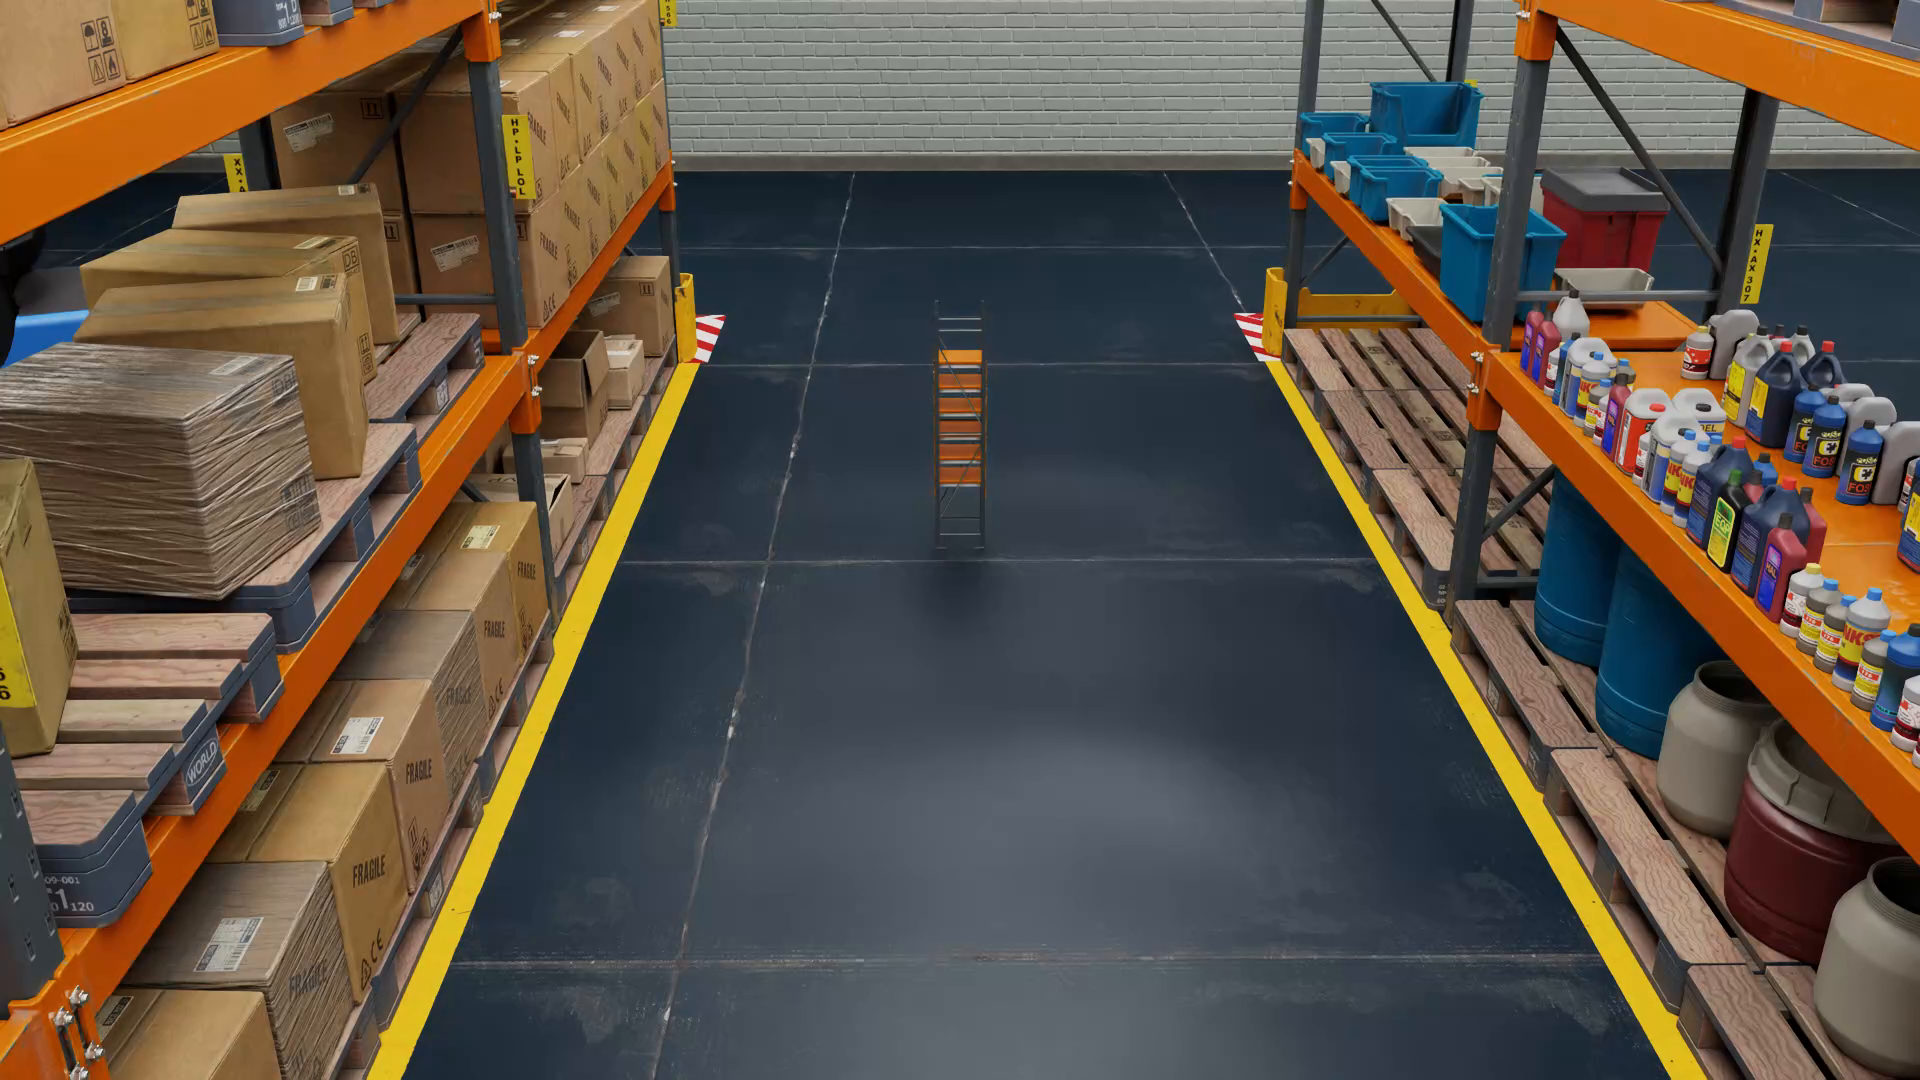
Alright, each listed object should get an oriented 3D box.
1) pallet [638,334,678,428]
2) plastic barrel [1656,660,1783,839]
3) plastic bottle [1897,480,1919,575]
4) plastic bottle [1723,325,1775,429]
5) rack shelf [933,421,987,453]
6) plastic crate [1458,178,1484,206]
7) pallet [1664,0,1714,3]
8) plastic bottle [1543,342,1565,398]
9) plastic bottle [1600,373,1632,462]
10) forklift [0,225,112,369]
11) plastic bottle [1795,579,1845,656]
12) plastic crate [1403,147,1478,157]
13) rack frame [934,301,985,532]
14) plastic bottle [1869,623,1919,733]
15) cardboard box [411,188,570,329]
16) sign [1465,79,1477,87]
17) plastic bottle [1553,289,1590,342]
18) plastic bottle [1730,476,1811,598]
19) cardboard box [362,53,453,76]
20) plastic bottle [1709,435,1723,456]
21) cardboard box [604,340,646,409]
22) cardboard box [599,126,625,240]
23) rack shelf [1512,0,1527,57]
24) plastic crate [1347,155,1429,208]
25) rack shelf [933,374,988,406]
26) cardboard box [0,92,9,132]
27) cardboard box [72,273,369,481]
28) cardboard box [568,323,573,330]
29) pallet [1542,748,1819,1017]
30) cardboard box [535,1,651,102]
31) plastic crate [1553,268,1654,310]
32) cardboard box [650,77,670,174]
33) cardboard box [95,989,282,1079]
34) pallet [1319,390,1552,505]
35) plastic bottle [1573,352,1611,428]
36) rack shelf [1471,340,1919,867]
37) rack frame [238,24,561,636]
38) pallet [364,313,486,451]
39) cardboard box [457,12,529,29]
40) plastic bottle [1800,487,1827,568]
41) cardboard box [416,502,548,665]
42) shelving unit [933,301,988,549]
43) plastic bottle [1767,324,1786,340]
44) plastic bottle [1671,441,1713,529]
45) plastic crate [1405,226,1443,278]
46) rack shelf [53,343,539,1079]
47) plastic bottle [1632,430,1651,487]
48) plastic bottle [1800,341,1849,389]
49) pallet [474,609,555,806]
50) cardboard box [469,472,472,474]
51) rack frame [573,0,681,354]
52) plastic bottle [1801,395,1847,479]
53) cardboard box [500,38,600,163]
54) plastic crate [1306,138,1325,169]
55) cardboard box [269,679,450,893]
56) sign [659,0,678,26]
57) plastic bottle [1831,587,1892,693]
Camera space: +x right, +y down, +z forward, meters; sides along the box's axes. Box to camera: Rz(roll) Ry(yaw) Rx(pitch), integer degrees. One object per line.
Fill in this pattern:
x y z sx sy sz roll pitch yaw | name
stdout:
-2.318 -0.987 10.177 1.003 0.211 1.213 0 24 -1 | pallet
2.581 0.701 5.569 0.421 0.512 0.421 0 24 0 | plastic barrel
2.867 -0.080 4.848 0.144 0.351 0.185 0 24 -1 | plastic bottle
2.861 -0.590 5.974 0.144 0.351 0.185 0 24 -1 | plastic bottle
0.000 -0.500 8.008 0.258 0.103 0.180 0 24 -1 | rack shelf
2.852 -1.854 8.958 0.298 0.136 0.250 0 24 -1 | plastic crate
2.774 -1.948 5.507 1.213 0.211 1.003 0 24 -1 | pallet
2.266 -0.644 6.276 0.097 0.201 0.097 0 24 0 | plastic bottle
2.255 -0.418 5.676 0.061 0.283 0.133 0 24 -1 | plastic bottle
-5.393 -1.502 8.015 3.031 2.935 1.130 -9 26 -20 | forklift
2.289 0.200 4.408 0.097 0.201 0.097 0 24 0 | plastic bottle
2.814 -2.211 9.745 0.396 0.136 0.243 0 24 -1 | plastic crate
-0.001 -0.578 8.073 0.240 1.200 0.006 0 24 -1 | rack frame
2.293 0.329 4.039 0.097 0.271 0.097 0 24 0 | plastic bottle
-2.018 -1.226 7.200 0.500 0.500 0.500 0 24 1 | cardboard box
3.174 -2.722 10.431 0.100 0.325 0.005 0 24 -1 | sign
2.348 -0.805 6.449 0.144 0.351 0.185 0 24 -1 | plastic bottle
2.308 -0.021 4.716 0.144 0.351 0.185 0 24 -1 | plastic bottle
-2.558 -1.889 7.452 0.500 0.500 0.500 -1 24 -2 | cardboard box
2.429 -0.238 5.378 0.097 0.201 0.097 0 24 0 | plastic bottle
-2.096 -0.951 9.515 0.500 0.250 0.500 0 24 -1 | cardboard box
-2.037 -1.853 8.586 0.500 0.500 0.500 -1 24 -1 | cardboard box
2.646 -2.853 8.152 1.077 0.370 4.000 0 24 -1 | rack shelf
2.312 -1.944 9.038 0.416 0.233 0.300 0 24 -1 | plastic crate
0.000 -0.719 7.909 0.258 0.103 0.180 0 24 -1 | rack shelf
-2.280 -0.913 2.868 0.910 0.500 0.500 0 24 -1 | cardboard box
-2.204 -0.479 5.038 0.700 0.500 0.500 -6 25 -14 | cardboard box
-2.601 -1.134 9.920 0.500 0.250 0.500 0 24 -1 | cardboard box
2.651 1.102 5.556 1.003 0.211 1.213 0 24 -1 | pallet
-2.043 -2.729 9.308 0.500 0.500 0.500 0 24 1 | cardboard box
2.806 -1.090 7.267 0.396 0.136 0.243 0 24 -1 | plastic crate
-2.052 -2.480 9.972 0.500 0.500 0.500 0 24 1 | cardboard box
-1.961 1.428 3.951 0.500 0.500 0.500 1 24 2 | cardboard box
2.605 -0.527 9.158 1.003 0.211 1.213 0 24 -1 | pallet
2.270 -0.541 5.961 0.097 0.271 0.097 0 24 0 | plastic bottle
2.690 0.162 5.126 1.077 0.370 4.000 0 24 -1 | rack shelf
-2.285 -0.970 6.754 1.000 3.000 0.127 0 24 -1 | rack frame
-2.385 -0.552 6.064 1.003 0.211 1.213 0 24 -1 | pallet
-2.574 -2.513 8.832 0.500 0.500 0.500 0 24 0 | cardboard box
2.410 -0.001 4.755 0.061 0.283 0.133 0 24 -1 | plastic bottle
-1.993 0.171 6.731 0.500 0.500 0.500 0 24 -1 | cardboard box
0.000 -0.541 7.990 0.258 1.200 0.189 0 24 -1 | shelving unit
3.044 -0.681 6.257 0.061 0.283 0.133 0 24 -1 | plastic bottle
2.280 -0.174 5.151 0.097 0.271 0.097 0 24 0 | plastic bottle
2.387 -1.352 7.861 0.437 0.125 0.590 0 24 -1 | plastic crate
-2.263 0.182 5.080 1.077 0.370 4.000 0 24 -1 | rack shelf
2.276 -0.278 5.465 0.097 0.201 0.097 0 24 0 | plastic bottle
3.007 -0.514 5.807 0.144 0.351 0.185 0 24 -1 | plastic bottle
-2.238 0.636 6.588 1.003 0.211 1.213 0 24 -1 | pallet
-2.575 -0.265 7.694 0.500 0.500 0.500 0 24 -1 | cardboard box
-2.329 -2.618 10.398 1.000 3.000 0.127 0 24 -1 | rack frame
2.882 -0.349 5.537 0.097 0.271 0.097 0 24 0 | plastic bottle
-2.020 -2.091 7.898 0.500 0.500 0.500 -1 24 -2 | cardboard box
2.219 -2.310 9.965 0.250 0.136 0.298 0 24 -1 | plastic crate
-1.983 0.791 5.361 0.500 0.500 0.500 -1 24 -2 | cardboard box
-1.774 -3.284 10.082 0.100 0.325 0.005 0 24 -1 | sign
2.291 0.249 4.216 0.097 0.271 0.097 0 24 0 | plastic bottle
